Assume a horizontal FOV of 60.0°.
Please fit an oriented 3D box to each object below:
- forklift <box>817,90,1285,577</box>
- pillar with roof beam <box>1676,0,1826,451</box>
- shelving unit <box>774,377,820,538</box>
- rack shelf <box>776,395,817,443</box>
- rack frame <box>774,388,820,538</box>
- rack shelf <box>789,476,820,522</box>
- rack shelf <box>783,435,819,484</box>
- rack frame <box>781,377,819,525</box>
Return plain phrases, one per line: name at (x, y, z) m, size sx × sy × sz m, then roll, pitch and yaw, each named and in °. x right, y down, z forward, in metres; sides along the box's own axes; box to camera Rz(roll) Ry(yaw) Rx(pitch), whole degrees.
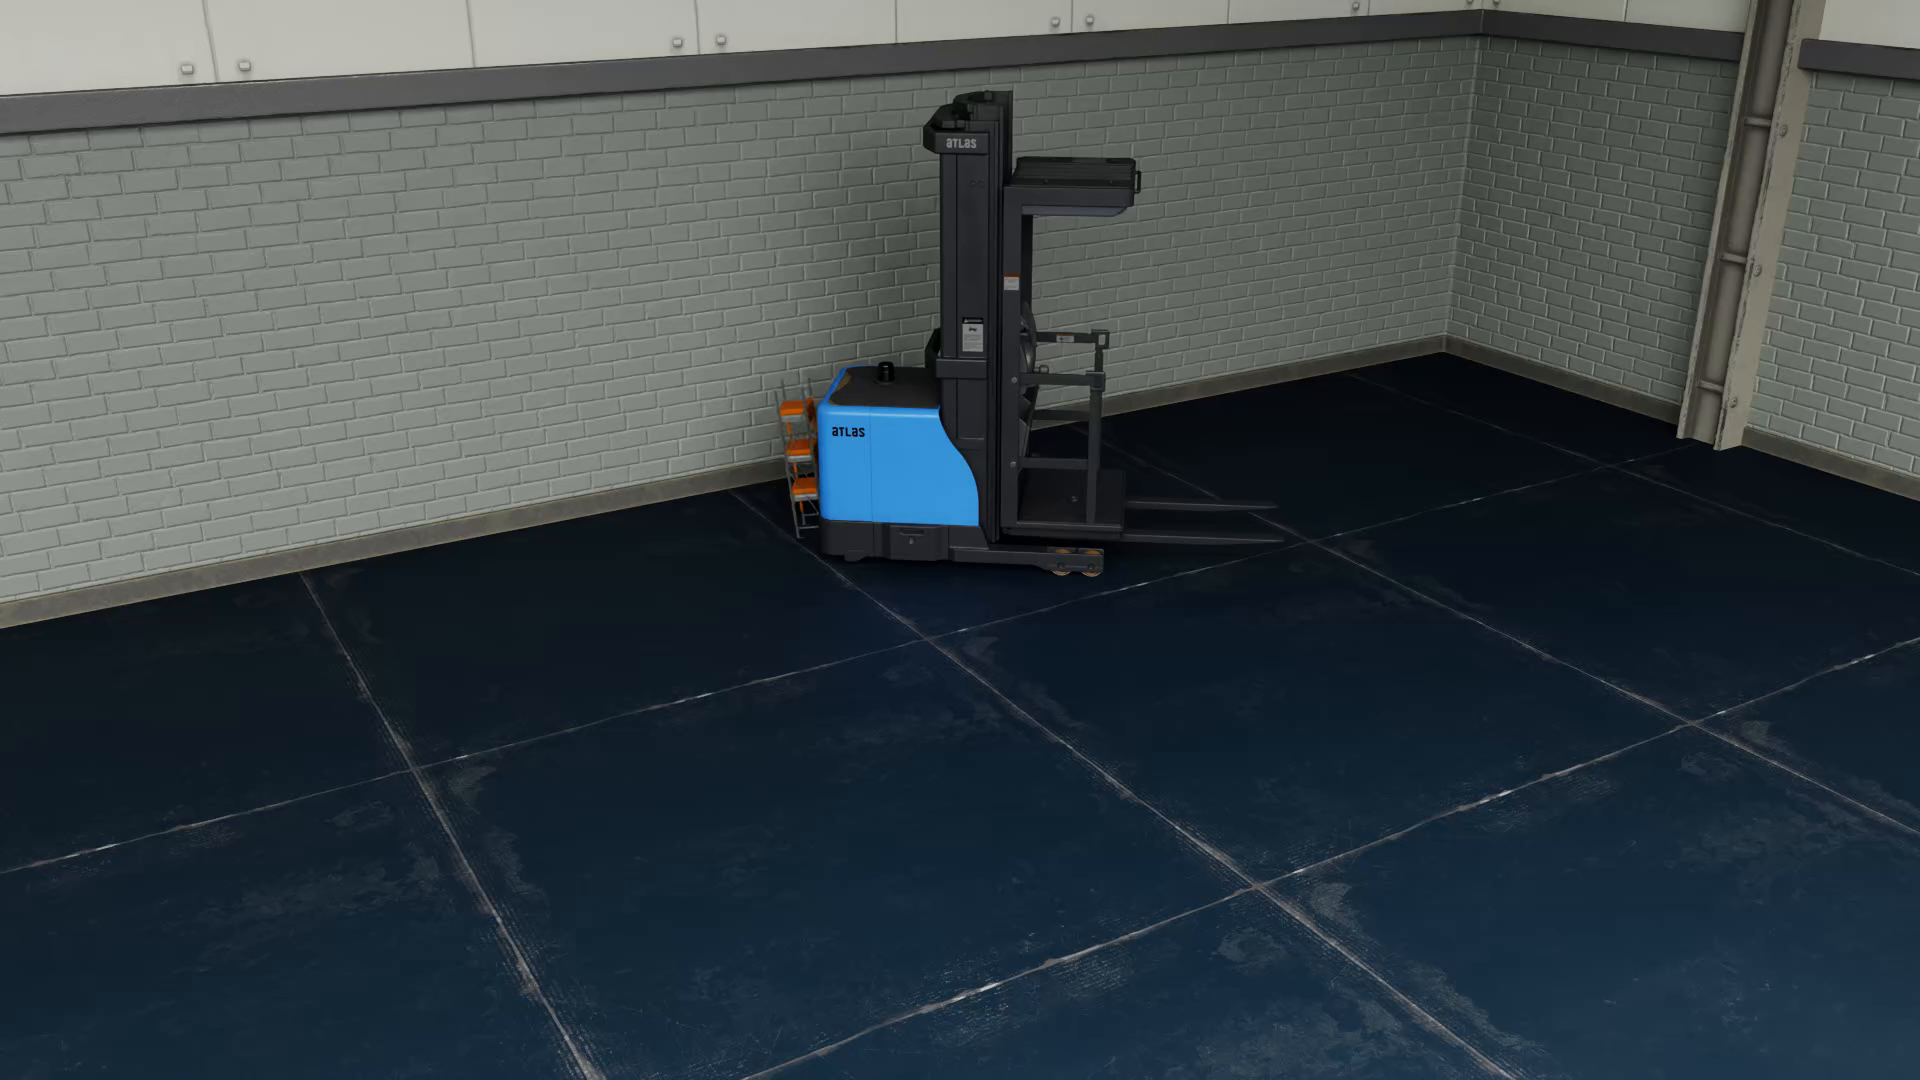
forklift at (0.624, -1.333, 10.697) m, size 3.031 × 2.935 × 1.130 m, roll 2°, pitch 22°, yaw 6°
pillar with roof beam at (2.275, -4.134, 9.531) m, size 9.100 × 9.000 × 0.400 m, roll -13°, pitch 25°, yaw -28°
shelving unit at (-1.058, -0.551, 11.247) m, size 0.215 × 1.050 × 0.252 m, roll -4°, pitch 22°, yaw 7°
rack shelf at (-1.089, -0.804, 11.147) m, size 0.215 × 0.259 × 0.240 m, roll -4°, pitch 22°, yaw 7°
rack frame at (-1.068, -0.506, 11.134) m, size 0.200 × 1.050 × 0.008 m, roll -4°, pitch 22°, yaw 7°
rack shelf at (-1.026, -0.285, 11.352) m, size 0.215 × 0.259 × 0.240 m, roll -4°, pitch 22°, yaw 7°
rack shelf at (-1.057, -0.541, 11.251) m, size 0.215 × 0.259 × 0.240 m, roll -4°, pitch 22°, yaw 7°
rack frame at (-1.049, -0.597, 11.360) m, size 0.200 × 1.050 × 0.008 m, roll -4°, pitch 22°, yaw 7°
